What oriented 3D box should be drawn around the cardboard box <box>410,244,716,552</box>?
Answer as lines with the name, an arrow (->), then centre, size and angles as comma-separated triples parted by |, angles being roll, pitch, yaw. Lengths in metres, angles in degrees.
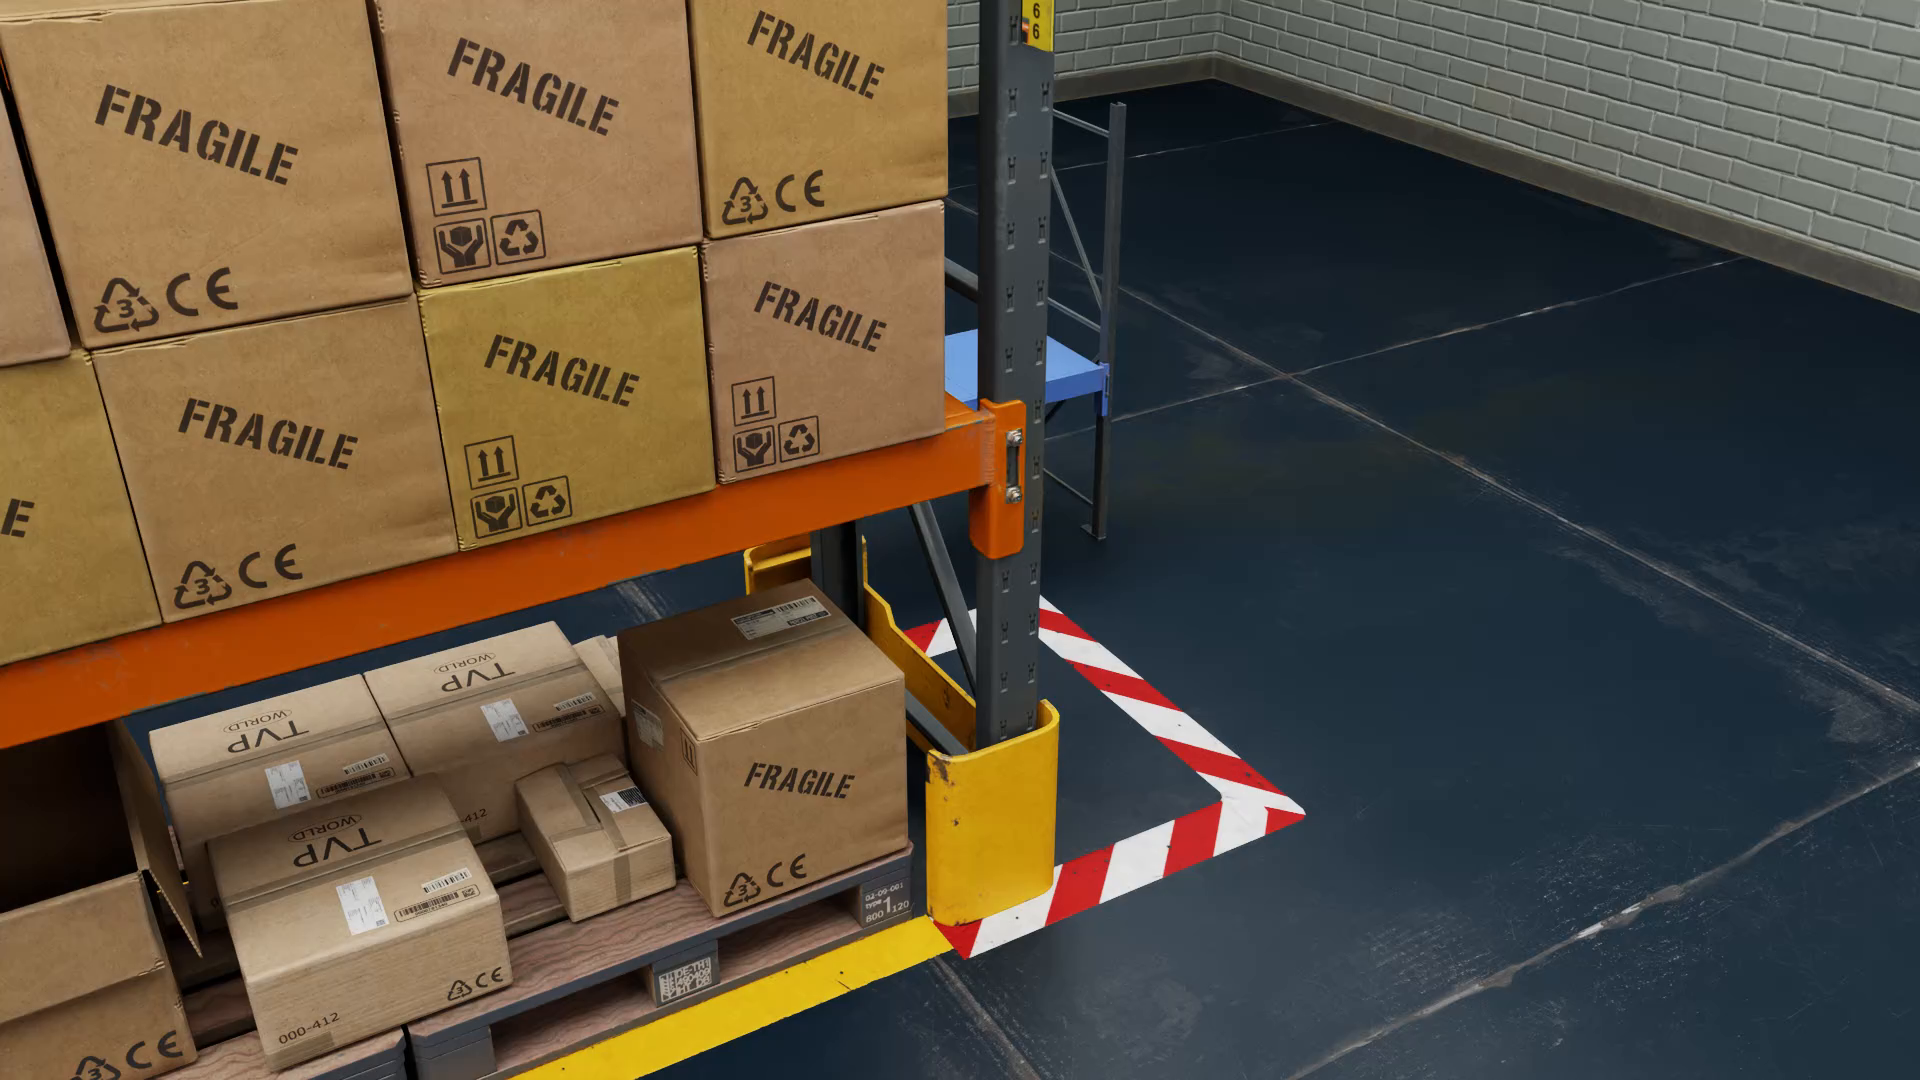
cardboard box -> -0.812, -0.357, 3.189 | 0.500, 0.500, 0.500 | -16, 32, -26

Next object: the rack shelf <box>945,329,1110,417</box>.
rack shelf -> -0.074, -0.478, 5.437 | 1.000, 0.185, 0.538 | -16, 33, -26

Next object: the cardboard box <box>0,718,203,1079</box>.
cardboard box -> -1.950, 0.753, 3.410 | 0.637, 0.503, 0.797 | -16, 33, -26

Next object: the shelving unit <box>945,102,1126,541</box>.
shelving unit -> -0.074, -0.636, 5.350 | 1.048, 1.500, 0.538 | -16, 33, -26

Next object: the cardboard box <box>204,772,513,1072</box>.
cardboard box -> -1.297, 0.802, 3.583 | 0.500, 0.250, 0.500 | -16, 33, -26

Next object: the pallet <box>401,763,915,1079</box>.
pallet -> -0.871, 0.770, 4.136 | 1.213, 0.211, 1.003 | -16, 33, -26

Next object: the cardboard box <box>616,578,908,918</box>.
cardboard box -> -0.462, 0.473, 3.921 | 0.500, 0.500, 0.500 | -16, 33, -26

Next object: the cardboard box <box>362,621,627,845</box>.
cardboard box -> -1.162, 0.484, 4.160 | 0.500, 0.250, 0.500 | -16, 33, -26

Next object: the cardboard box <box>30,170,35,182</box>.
cardboard box -> -4.049, -1.358, 7.259 | 0.500, 0.500, 0.700 | -17, 33, -28

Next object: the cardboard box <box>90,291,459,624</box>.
cardboard box -> -1.245, -0.237, 2.972 | 0.500, 0.500, 0.500 | -16, 32, -26

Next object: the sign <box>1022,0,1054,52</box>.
sign -> 0.146, -1.074, 3.066 | 0.005, 0.325, 0.100 | -16, 33, -26

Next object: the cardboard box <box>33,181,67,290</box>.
cardboard box -> -1.943, -0.338, 3.155 | 0.500, 0.500, 0.500 | -15, 32, -26

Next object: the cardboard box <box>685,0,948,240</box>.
cardboard box -> -0.363, -0.923, 3.180 | 0.500, 0.500, 0.500 | -16, 33, -27

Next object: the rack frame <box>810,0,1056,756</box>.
rack frame -> -0.118, -0.665, 3.850 | 0.127, 3.000, 1.000 | -16, 33, -26

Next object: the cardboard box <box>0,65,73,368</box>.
cardboard box -> -1.685, -0.544, 2.494 | 0.500, 0.500, 0.500 | -15, 32, -25

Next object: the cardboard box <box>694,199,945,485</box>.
cardboard box -> -0.367, -0.486, 3.422 | 0.500, 0.500, 0.500 | -15, 32, -25

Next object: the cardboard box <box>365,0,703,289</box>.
cardboard box -> -0.798, -0.799, 2.955 | 0.500, 0.500, 0.500 | -15, 32, -25

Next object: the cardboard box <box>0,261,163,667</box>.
cardboard box -> -1.679, -0.114, 2.749 | 0.500, 0.500, 0.500 | -16, 33, -27

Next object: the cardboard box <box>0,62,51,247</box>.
cardboard box -> -1.953, -0.771, 2.905 | 0.500, 0.500, 0.500 | -16, 33, -27

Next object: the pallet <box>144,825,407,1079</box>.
pallet -> -1.921, 1.067, 3.599 | 1.213, 0.211, 1.003 | -16, 33, -26

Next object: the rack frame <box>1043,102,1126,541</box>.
rack frame -> 0.365, -0.760, 5.575 | 0.032, 1.500, 0.500 | -16, 33, -26

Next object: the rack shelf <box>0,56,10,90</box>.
rack shelf -> -4.355, -1.923, 6.875 | 4.000, 0.370, 1.077 | -16, 33, -26

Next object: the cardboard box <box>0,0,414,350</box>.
cardboard box -> -1.242, -0.670, 2.721 | 0.500, 0.500, 0.500 | -15, 32, -25

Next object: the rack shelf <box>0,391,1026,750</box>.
rack shelf -> -1.843, 0.140, 3.137 | 4.000, 0.370, 1.077 | -16, 33, -26

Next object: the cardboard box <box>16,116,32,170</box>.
cardboard box -> -4.049, -1.754, 7.305 | 0.250, 0.149, 0.380 | -15, 32, -26

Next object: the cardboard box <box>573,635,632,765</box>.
cardboard box -> -0.869, 0.403, 4.391 | 0.250, 0.166, 0.380 | -16, 33, -26

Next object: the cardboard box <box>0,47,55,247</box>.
cardboard box -> -1.515, -0.896, 3.131 | 0.500, 0.500, 0.500 | -15, 32, -26

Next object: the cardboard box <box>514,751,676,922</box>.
cardboard box -> -0.857, 0.680, 3.890 | 0.250, 0.166, 0.380 | -16, 33, -26

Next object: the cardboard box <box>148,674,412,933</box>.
cardboard box -> -1.593, 0.606, 3.938 | 0.500, 0.250, 0.500 | -16, 33, -26

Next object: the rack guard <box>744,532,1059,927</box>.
rack guard -> -0.184, 0.448, 4.421 | 0.348, 0.500, 1.175 | -16, 33, -26
